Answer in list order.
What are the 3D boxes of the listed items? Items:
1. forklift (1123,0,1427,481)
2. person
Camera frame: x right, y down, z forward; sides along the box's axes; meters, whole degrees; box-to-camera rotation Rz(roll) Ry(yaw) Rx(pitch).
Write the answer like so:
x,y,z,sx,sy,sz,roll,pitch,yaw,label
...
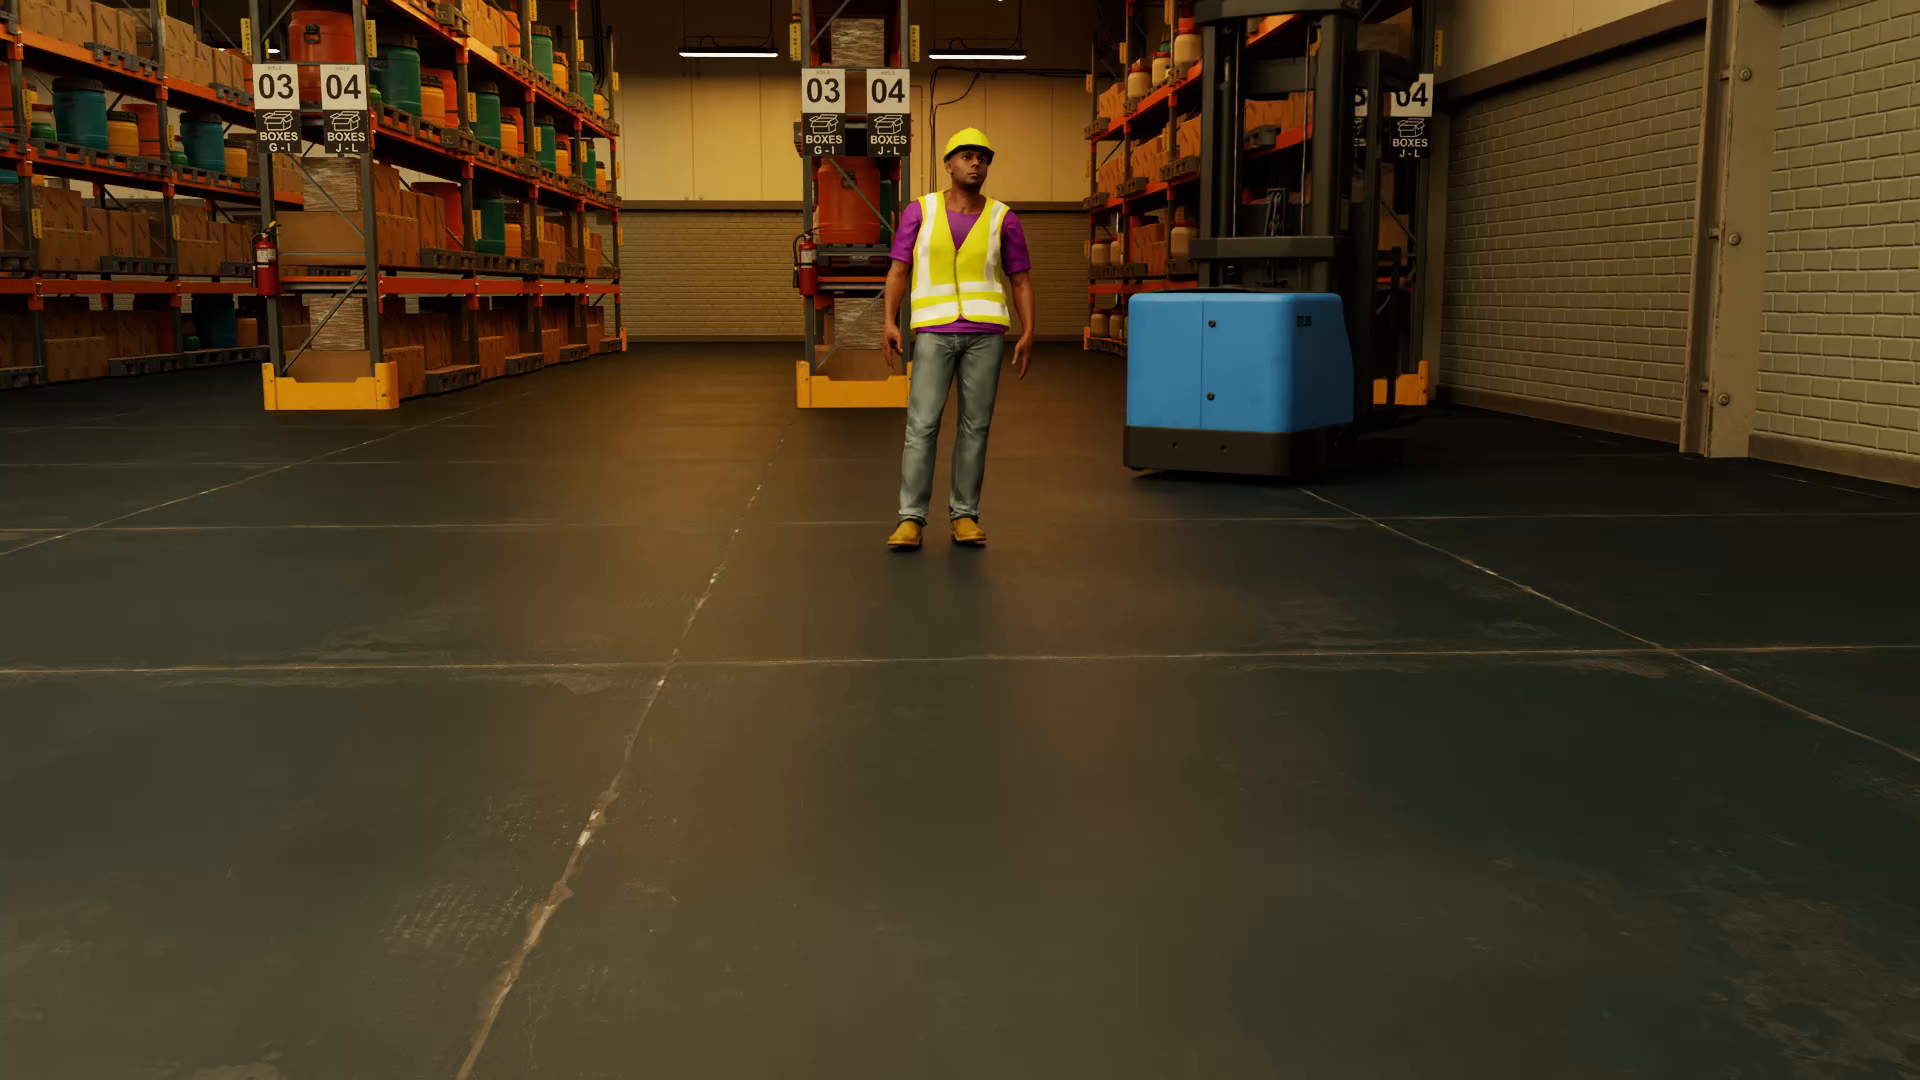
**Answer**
x,y,z,sx,sy,sz,roll,pitch,yaw,label
2.184,-1.952,10.478,1.130,2.935,3.031,5,10,33,forklift
-0.002,-0.871,7.110,0.666,1.765,0.577,-1,8,-4,person
